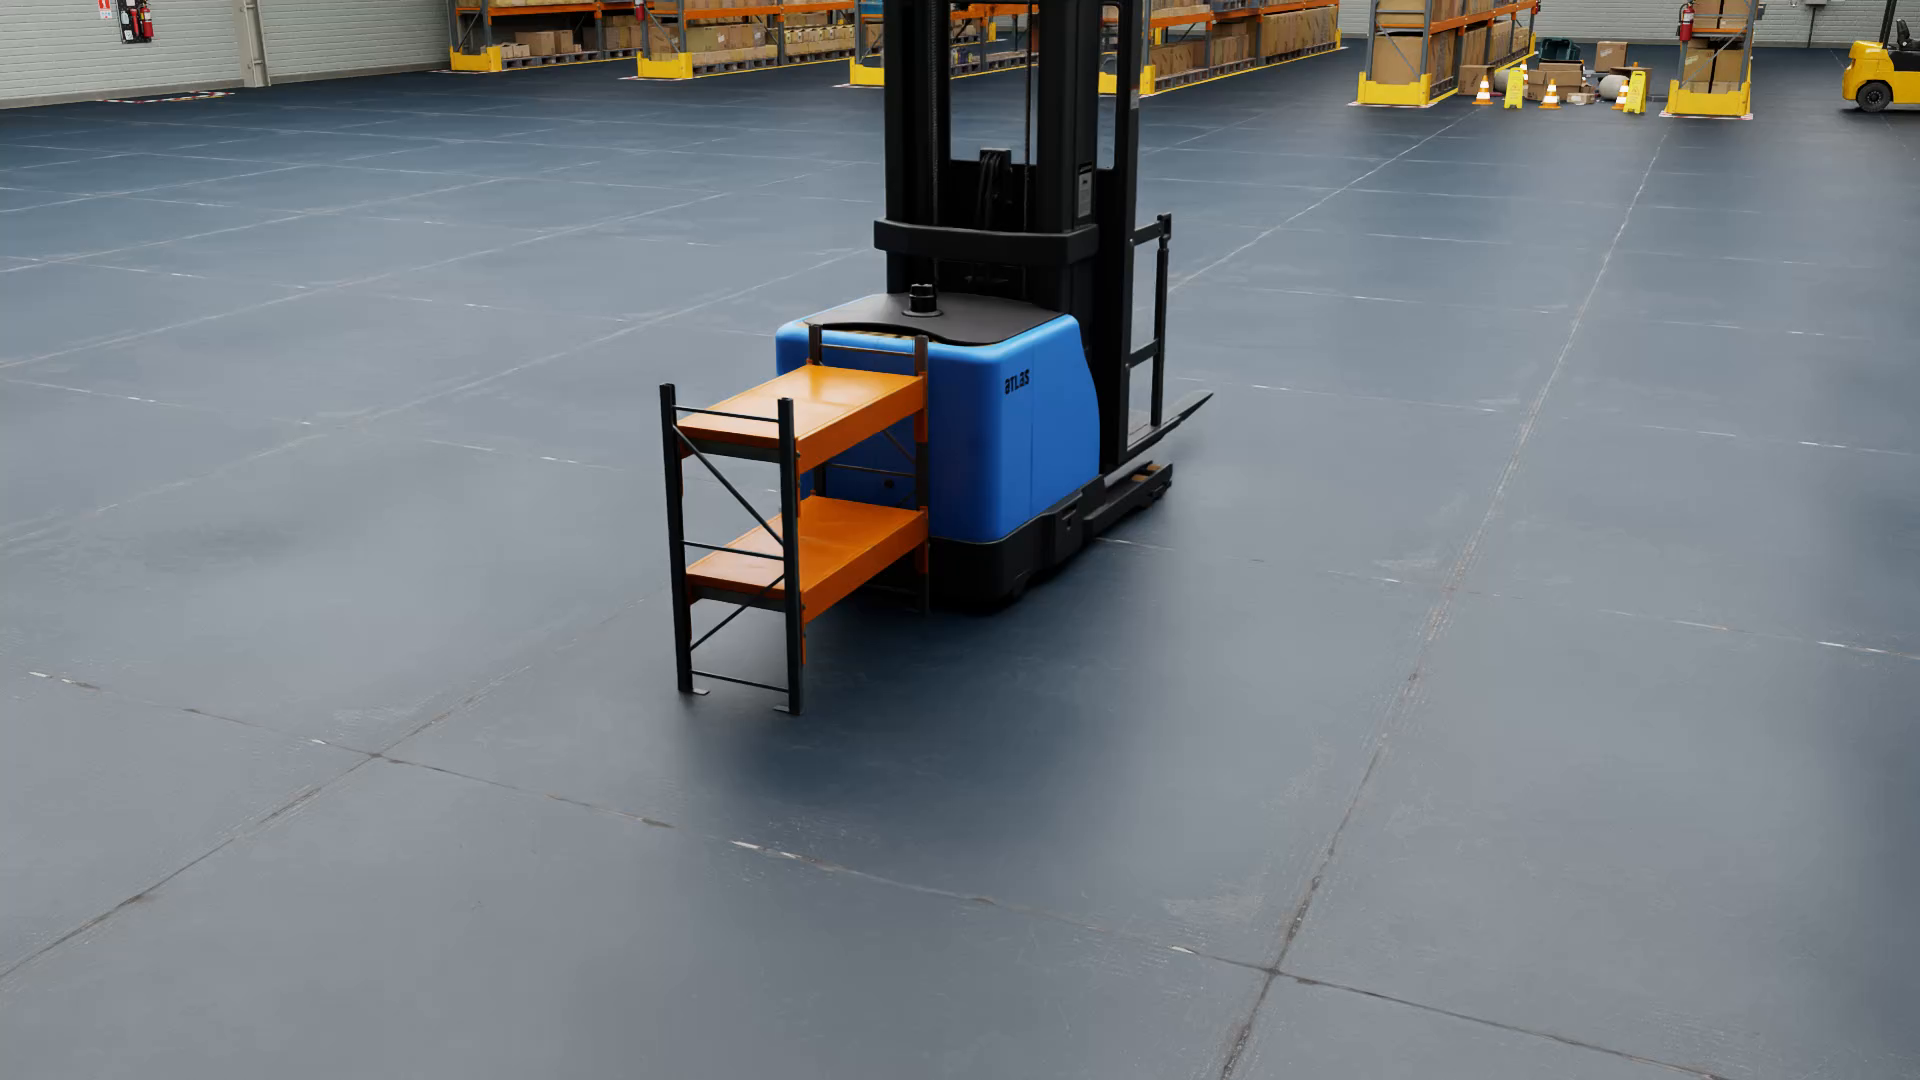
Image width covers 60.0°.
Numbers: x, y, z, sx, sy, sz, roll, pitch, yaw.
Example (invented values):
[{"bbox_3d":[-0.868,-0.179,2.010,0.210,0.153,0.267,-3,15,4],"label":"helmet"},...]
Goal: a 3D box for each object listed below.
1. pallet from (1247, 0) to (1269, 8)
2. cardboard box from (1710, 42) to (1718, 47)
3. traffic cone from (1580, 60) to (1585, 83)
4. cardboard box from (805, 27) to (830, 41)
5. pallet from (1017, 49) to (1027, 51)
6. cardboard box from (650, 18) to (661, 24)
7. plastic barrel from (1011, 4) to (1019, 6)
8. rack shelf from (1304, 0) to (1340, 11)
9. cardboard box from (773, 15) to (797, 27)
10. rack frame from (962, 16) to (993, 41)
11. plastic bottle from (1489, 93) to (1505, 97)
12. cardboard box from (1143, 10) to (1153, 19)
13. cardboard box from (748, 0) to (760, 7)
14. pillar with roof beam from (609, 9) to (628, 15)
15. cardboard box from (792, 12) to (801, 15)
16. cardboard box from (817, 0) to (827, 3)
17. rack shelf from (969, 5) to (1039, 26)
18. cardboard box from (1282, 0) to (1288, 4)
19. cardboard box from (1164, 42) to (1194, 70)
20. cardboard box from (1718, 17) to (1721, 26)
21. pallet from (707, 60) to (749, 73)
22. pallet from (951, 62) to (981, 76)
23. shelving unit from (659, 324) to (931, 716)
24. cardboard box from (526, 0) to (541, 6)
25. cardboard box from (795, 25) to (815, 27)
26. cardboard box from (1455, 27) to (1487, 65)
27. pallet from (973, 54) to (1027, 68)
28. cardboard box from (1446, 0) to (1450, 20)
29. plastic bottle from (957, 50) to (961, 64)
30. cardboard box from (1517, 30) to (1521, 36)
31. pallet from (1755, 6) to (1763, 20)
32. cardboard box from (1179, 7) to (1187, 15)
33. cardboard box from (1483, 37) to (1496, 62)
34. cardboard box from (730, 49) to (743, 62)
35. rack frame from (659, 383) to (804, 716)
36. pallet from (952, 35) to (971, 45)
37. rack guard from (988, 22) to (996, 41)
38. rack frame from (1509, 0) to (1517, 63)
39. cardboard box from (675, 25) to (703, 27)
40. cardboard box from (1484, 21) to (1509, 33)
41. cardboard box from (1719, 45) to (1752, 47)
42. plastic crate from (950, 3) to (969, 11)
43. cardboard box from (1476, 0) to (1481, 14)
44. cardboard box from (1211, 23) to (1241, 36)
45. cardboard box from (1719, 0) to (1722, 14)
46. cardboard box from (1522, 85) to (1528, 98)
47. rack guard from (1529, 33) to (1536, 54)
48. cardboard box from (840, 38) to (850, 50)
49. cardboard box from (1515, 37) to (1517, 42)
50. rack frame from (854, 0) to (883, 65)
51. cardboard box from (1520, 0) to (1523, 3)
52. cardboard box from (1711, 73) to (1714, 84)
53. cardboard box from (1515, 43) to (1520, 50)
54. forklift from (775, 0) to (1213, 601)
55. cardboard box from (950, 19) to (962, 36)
[{"bbox_3d":[6.037,-11.753,36.326,1.213,0.211,1.003,9,21,23],"label":"pallet"},{"bbox_3d":[12.939,-8.440,29.082,0.500,0.500,0.500,9,22,25],"label":"cardboard box"},{"bbox_3d":[12.072,-9.095,32.352,0.336,0.463,0.334,9,21,23],"label":"traffic cone"},{"bbox_3d":[-3.417,-11.942,39.212,0.500,0.311,0.500,9,22,24],"label":"cardboard box"},{"bbox_3d":[1.998,-11.688,40.019,1.003,0.211,1.213,9,21,23],"label":"pallet"},{"bbox_3d":[-7.863,-13.105,41.795,0.500,0.250,0.500,9,21,24],"label":"cardboard box"},{"bbox_3d":[1.145,-12.215,37.137,0.433,0.535,0.433,0,20,0],"label":"plastic barrel"},{"bbox_3d":[8.689,-13.571,42.225,1.077,0.370,4.000,9,21,23],"label":"rack shelf"},{"bbox_3d":[-5.078,-14.725,47.501,0.700,0.500,0.500,8,21,22],"label":"cardboard box"},{"bbox_3d":[0.472,-15.882,47.649,1.000,3.000,0.127,9,21,23],"label":"rack frame"},{"bbox_3d":[9.639,-8.011,29.904,0.283,0.061,0.133,1,20,4],"label":"plastic bottle"},{"bbox_3d":[3.290,-9.566,30.266,0.380,0.149,0.250,9,21,23],"label":"cardboard box"},{"bbox_3d":[-4.828,-11.962,36.478,0.700,0.500,0.500,8,21,22],"label":"cardboard box"},{"bbox_3d":[-4.719,-16.072,39.231,9.100,9.000,0.400,9,21,23],"label":"pillar with roof beam"},{"bbox_3d":[-4.767,-15.117,47.635,0.380,0.149,0.250,8,21,21],"label":"cardboard box"},{"bbox_3d":[-3.476,-12.968,39.307,0.500,0.500,0.500,7,21,20],"label":"cardboard box"},{"bbox_3d":[0.894,-11.805,37.260,1.077,0.370,4.000,9,21,23],"label":"rack shelf"},{"bbox_3d":[7.302,-12.702,38.558,0.500,0.500,0.500,9,21,23],"label":"cardboard box"},{"bbox_3d":[4.394,-9.756,33.529,0.500,0.500,0.500,8,21,21],"label":"cardboard box"},{"bbox_3d":[12.393,-8.606,27.565,0.380,0.149,0.250,9,21,23],"label":"cardboard box"},{"bbox_3d":[-5.304,-10.288,36.082,1.003,0.211,1.213,9,21,23],"label":"pallet"},{"bbox_3d":[-0.238,-10.019,35.326,1.003,0.211,1.213,9,21,23],"label":"pallet"},{"bbox_3d":[-0.565,-0.116,6.117,0.538,1.125,1.048,9,21,23],"label":"shelving unit"},{"bbox_3d":[-9.698,-12.029,37.010,0.500,0.250,0.500,8,21,22],"label":"cardboard box"},{"bbox_3d":[-3.705,-12.165,39.840,0.500,0.311,0.500,8,21,21],"label":"cardboard box"},{"bbox_3d":[10.384,-10.328,34.764,1.050,0.750,0.750,8,21,22],"label":"cardboard box"},{"bbox_3d":[0.860,-10.838,37.630,1.003,0.211,1.213,9,21,23],"label":"pallet"},{"bbox_3d":[8.279,-9.602,29.767,0.875,0.550,0.500,9,21,23],"label":"cardboard box"},{"bbox_3d":[-0.033,-10.109,34.815,0.061,0.283,0.133,10,22,26],"label":"plastic bottle"},{"bbox_3d":[13.347,-12.273,40.242,0.380,0.149,0.250,9,21,23],"label":"cardboard box"},{"bbox_3d":[14.081,-9.616,30.318,1.003,0.211,1.213,9,21,23],"label":"pallet"},{"bbox_3d":[4.147,-10.172,31.969,0.380,0.149,0.250,9,21,23],"label":"cardboard box"},{"bbox_3d":[11.238,-10.565,35.805,0.500,0.500,0.500,8,21,20],"label":"cardboard box"},{"bbox_3d":[-5.042,-10.485,35.950,0.500,0.250,0.500,9,21,23],"label":"cardboard box"},{"bbox_3d":[-0.776,0.039,5.681,0.500,1.125,0.032,9,21,23],"label":"rack frame"},{"bbox_3d":[-0.386,-13.929,46.320,1.003,0.211,1.213,9,21,23],"label":"pallet"},{"bbox_3d":[0.441,-14.681,48.003,1.175,0.500,0.348,9,21,23],"label":"rack guard"},{"bbox_3d":[12.354,-12.587,38.385,1.000,3.000,0.127,9,21,23],"label":"rack frame"},{"bbox_3d":[-5.736,-10.759,35.602,0.500,0.500,0.500,9,21,23],"label":"cardboard box"},{"bbox_3d":[12.057,-11.543,37.433,0.500,0.250,0.500,10,22,25],"label":"cardboard box"},{"bbox_3d":[13.012,-8.055,27.998,0.500,0.500,0.500,9,21,24],"label":"cardboard box"},{"bbox_3d":[-0.130,-11.087,34.389,0.499,0.251,0.616,9,21,23],"label":"plastic crate"},{"bbox_3d":[9.952,-10.619,32.703,0.500,0.500,0.500,8,21,22],"label":"cardboard box"},{"bbox_3d":[5.777,-11.086,36.119,0.500,0.250,0.500,11,22,29],"label":"cardboard box"},{"bbox_3d":[12.177,-8.814,27.182,0.500,0.500,0.500,9,21,23],"label":"cardboard box"},{"bbox_3d":[10.054,-8.075,29.778,0.396,0.266,0.258,13,23,32],"label":"cardboard box"},{"bbox_3d":[13.961,-12.609,42.177,1.175,0.500,0.348,9,21,23],"label":"rack guard"},{"bbox_3d":[-3.005,-11.986,40.172,0.500,0.250,0.500,8,21,22],"label":"cardboard box"},{"bbox_3d":[13.130,-11.981,39.864,0.380,0.149,0.250,10,22,25],"label":"cardboard box"},{"bbox_3d":[-1.562,-10.310,31.982,1.000,3.000,0.127,9,21,23],"label":"rack frame"},{"bbox_3d":[13.147,-12.838,39.467,0.380,0.149,0.250,9,21,24],"label":"cardboard box"},{"bbox_3d":[12.939,-8.087,29.210,0.500,0.250,0.500,10,22,26],"label":"cardboard box"},{"bbox_3d":[13.290,-11.911,40.112,0.380,0.149,0.250,8,21,21],"label":"cardboard box"},{"bbox_3d":[0.376,-1.590,7.565,1.130,2.935,3.031,10,22,26],"label":"forklift"},{"bbox_3d":[-0.401,-14.265,46.172,0.797,0.503,0.637,9,21,23],"label":"cardboard box"}]
